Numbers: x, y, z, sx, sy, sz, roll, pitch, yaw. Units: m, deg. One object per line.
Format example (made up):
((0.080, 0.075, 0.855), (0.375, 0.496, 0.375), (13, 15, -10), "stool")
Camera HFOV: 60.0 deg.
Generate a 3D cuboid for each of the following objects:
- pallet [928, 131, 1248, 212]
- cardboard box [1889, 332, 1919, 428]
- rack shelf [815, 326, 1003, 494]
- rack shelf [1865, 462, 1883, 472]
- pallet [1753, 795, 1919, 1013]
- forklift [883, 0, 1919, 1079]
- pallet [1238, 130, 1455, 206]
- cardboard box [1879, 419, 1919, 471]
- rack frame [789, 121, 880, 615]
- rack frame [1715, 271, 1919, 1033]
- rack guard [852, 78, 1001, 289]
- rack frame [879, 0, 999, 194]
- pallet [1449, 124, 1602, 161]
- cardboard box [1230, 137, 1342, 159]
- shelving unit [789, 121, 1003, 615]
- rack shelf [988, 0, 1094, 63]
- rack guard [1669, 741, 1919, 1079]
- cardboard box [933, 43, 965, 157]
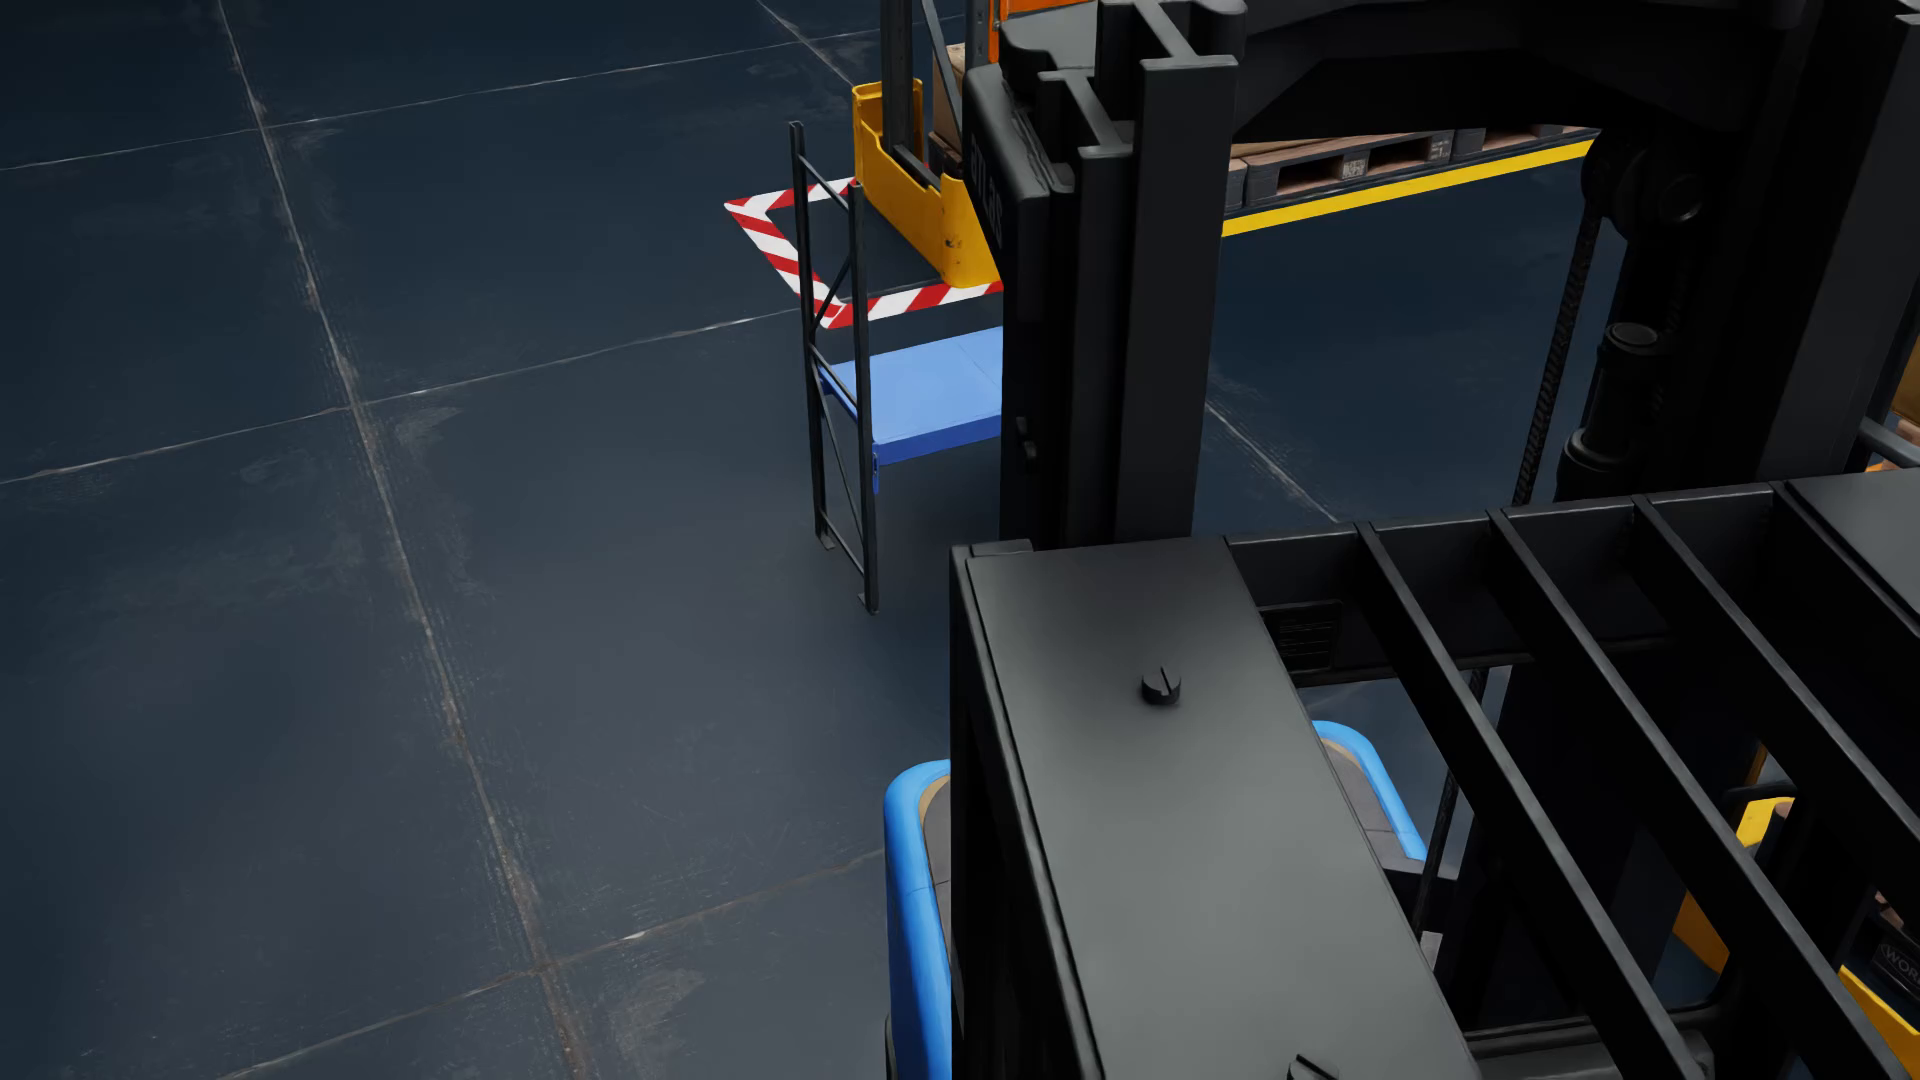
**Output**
((0.592, -1.773, 7.964), (1.213, 0.211, 1.003), (-16, 39, -20), "pallet")
((2.394, -0.417, 3.461), (0.500, 0.500, 0.500), (-15, 39, -19), "cardboard box")
((0.077, -0.480, 5.439), (1.000, 0.185, 0.538), (-16, 39, -20), "rack shelf")
((3.907, -0.222, 4.136), (4.000, 0.370, 1.077), (-16, 39, -20), "rack shelf")
((2.915, 0.909, 4.347), (1.213, 0.211, 1.003), (-16, 39, -20), "pallet")
((0.572, 0.959, 1.997), (1.130, 2.935, 3.031), (-5, 37, -7), "forklift")
((1.695, -2.080, 8.377), (1.213, 0.211, 1.003), (-16, 39, -20), "pallet")
((2.271, -0.139, 3.630), (0.250, 0.149, 0.380), (-16, 39, -20), "cardboard box")
((-0.383, -0.495, 5.159), (0.032, 1.500, 0.500), (-16, 39, -20), "rack frame")
((2.096, -0.005, 3.239), (0.127, 3.000, 1.000), (-16, 39, -20), "rack frame")
((-0.120, -1.639, 7.540), (0.348, 0.500, 1.175), (-16, 39, -20), "rack guard")
((-0.098, -2.649, 6.803), (0.127, 3.000, 1.000), (-16, 39, -20), "rack frame")
((2.801, -2.391, 8.796), (1.213, 0.211, 1.003), (-16, 39, -20), "pallet")
((1.281, -2.246, 8.058), (0.875, 0.438, 0.875), (-15, 39, -19), "cardboard box")
((0.077, -0.624, 5.332), (1.048, 1.500, 0.538), (-16, 39, -20), "shelving unit")
((1.712, -2.866, 7.700), (4.000, 0.370, 1.077), (-16, 39, -20), "rack shelf")
((2.165, 0.980, 4.009), (0.348, 0.500, 1.175), (-16, 39, -20), "rack guard")
((0.457, -2.009, 7.739), (0.875, 0.438, 0.875), (-17, 40, -21), "cardboard box")
